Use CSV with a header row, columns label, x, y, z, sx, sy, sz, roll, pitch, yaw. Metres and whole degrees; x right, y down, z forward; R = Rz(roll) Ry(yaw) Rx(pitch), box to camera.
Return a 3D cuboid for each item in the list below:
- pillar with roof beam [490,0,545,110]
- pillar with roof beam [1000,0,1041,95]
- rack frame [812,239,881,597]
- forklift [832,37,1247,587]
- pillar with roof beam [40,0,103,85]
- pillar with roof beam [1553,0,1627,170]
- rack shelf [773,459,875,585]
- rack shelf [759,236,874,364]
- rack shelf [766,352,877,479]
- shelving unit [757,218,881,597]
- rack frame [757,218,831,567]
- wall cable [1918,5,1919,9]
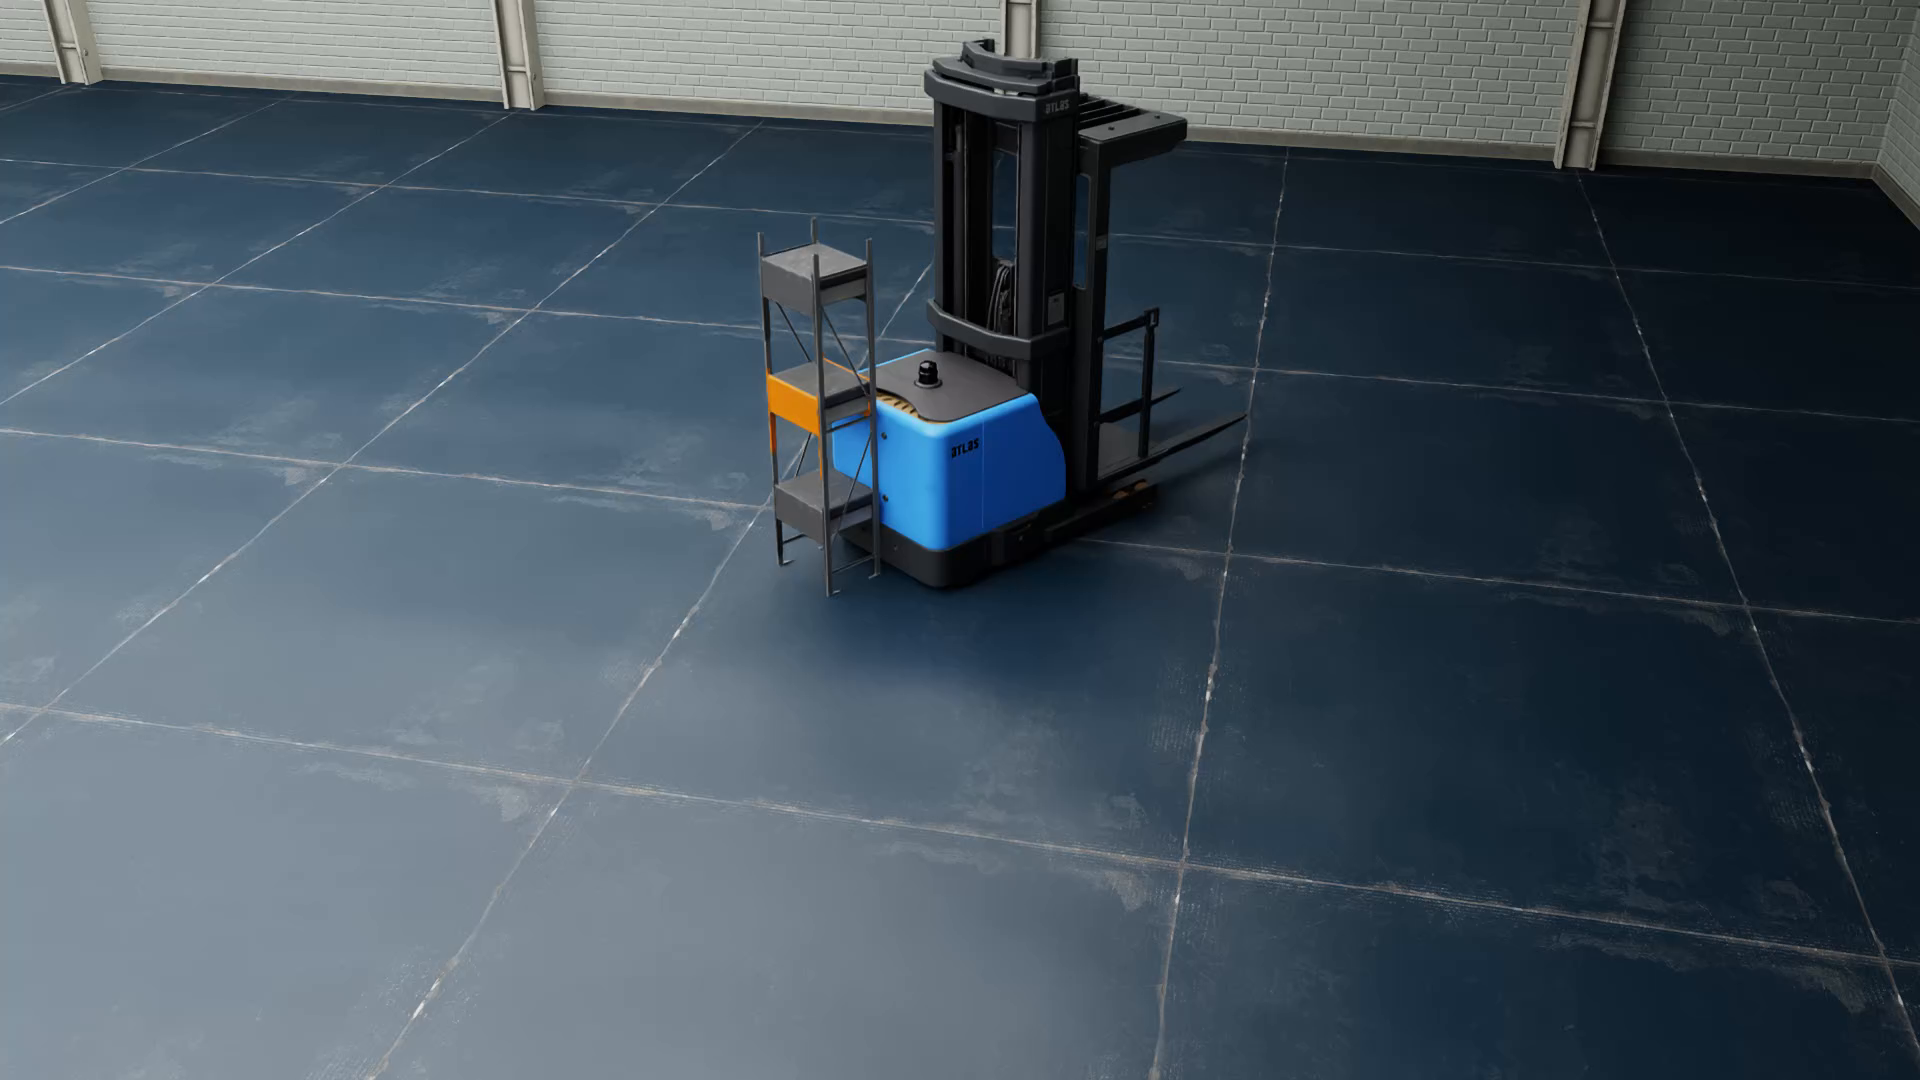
label,x,y,z,sx,sy,sz,roll,pitch,yaw
pillar with roof beam,-6.101,-7.116,14.040,0.400,9.000,9.100,6,29,11
pillar with roof beam,-0.233,-6.515,12.941,0.400,9.000,9.100,6,29,11
rack frame,-0.631,-0.649,9.412,0.400,2.100,0.015,-23,36,-36
forklift,0.644,-1.598,10.278,3.031,2.935,1.130,-23,36,-36
pillar with roof beam,-11.969,-7.718,15.139,0.400,9.000,9.100,6,29,11
pillar with roof beam,5.634,-5.913,11.842,0.400,9.000,9.100,6,29,11
rack shelf,-0.794,-0.111,9.914,0.431,0.518,0.480,-23,36,-36
rack shelf,-0.794,-1.339,9.241,0.431,0.518,0.480,-23,36,-36
rack shelf,-0.794,-0.725,9.578,0.431,0.518,0.480,-23,36,-36
shelving unit,-0.794,-0.737,9.571,0.431,2.100,0.503,-23,36,-36
rack frame,-0.957,-0.824,9.730,0.400,2.100,0.015,-23,36,-36
wall cable,9.138,-5.656,14.607,0.112,2.526,3.097,6,29,11
